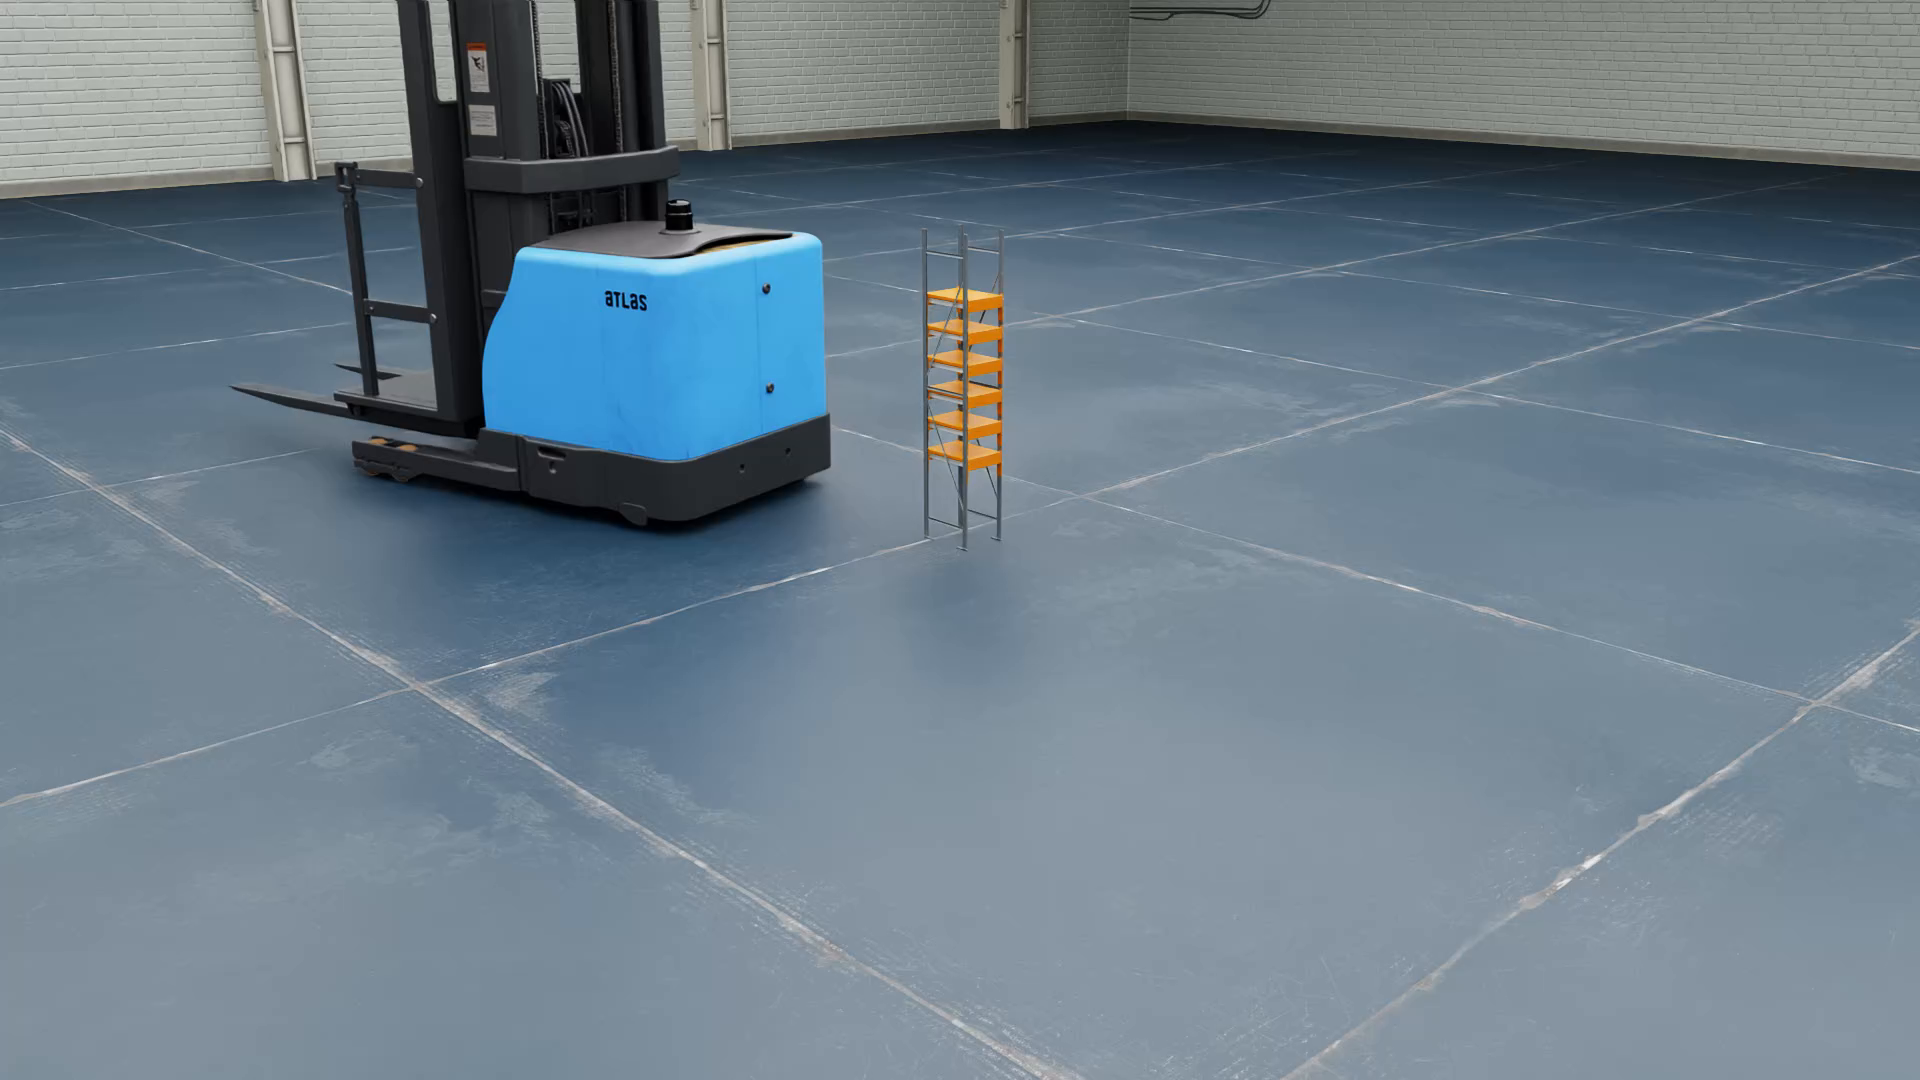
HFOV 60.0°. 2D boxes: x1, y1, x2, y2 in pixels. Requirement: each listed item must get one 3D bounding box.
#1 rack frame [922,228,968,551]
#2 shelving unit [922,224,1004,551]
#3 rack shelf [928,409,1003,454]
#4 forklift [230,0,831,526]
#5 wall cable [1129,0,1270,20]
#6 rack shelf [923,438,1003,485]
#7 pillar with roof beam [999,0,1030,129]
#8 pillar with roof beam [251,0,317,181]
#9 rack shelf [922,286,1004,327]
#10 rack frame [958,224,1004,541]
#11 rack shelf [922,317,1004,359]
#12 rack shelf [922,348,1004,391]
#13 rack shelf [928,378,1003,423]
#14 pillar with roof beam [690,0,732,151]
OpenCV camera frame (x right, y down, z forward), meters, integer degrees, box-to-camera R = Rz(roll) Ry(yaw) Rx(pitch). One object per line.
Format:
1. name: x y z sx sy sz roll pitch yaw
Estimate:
1. rack frame: -0.056 -0.554 6.249 0.006 1.200 0.240 -16 24 -41
2. shelving unit: 0.011 -0.574 6.309 0.189 1.200 0.258 -16 24 -41
3. rack shelf: 0.011 -0.417 6.360 0.180 0.103 0.258 -16 24 -41
4. forklift: -2.084 -1.770 7.192 3.031 2.935 1.130 11 21 30
5. wall cable: 3.935 -9.927 27.547 0.112 2.526 3.097 -16 24 -41
6. rack shelf: 0.011 -0.303 6.397 0.180 0.103 0.258 -16 24 -41
7. pillar with roof beam: 3.844 -10.112 23.081 0.400 9.000 9.100 -16 24 -41
8. pillar with roof beam: -4.876 -7.569 15.238 0.400 9.000 9.100 -16 24 -41
9. rack shelf: 0.011 -0.874 6.212 0.180 0.103 0.258 -16 24 -41
10. rack frame: 0.077 -0.593 6.369 0.006 1.200 0.240 -16 24 -41
11. rack shelf: 0.011 -0.760 6.249 0.180 0.103 0.258 -16 24 -41
12. rack shelf: 0.011 -0.646 6.286 0.180 0.103 0.258 -16 24 -41
13. rack shelf: 0.011 -0.532 6.323 0.180 0.103 0.258 -16 24 -41
14. pillar with roof beam: -0.516 -8.840 19.160 0.400 9.000 9.100 -16 24 -41
